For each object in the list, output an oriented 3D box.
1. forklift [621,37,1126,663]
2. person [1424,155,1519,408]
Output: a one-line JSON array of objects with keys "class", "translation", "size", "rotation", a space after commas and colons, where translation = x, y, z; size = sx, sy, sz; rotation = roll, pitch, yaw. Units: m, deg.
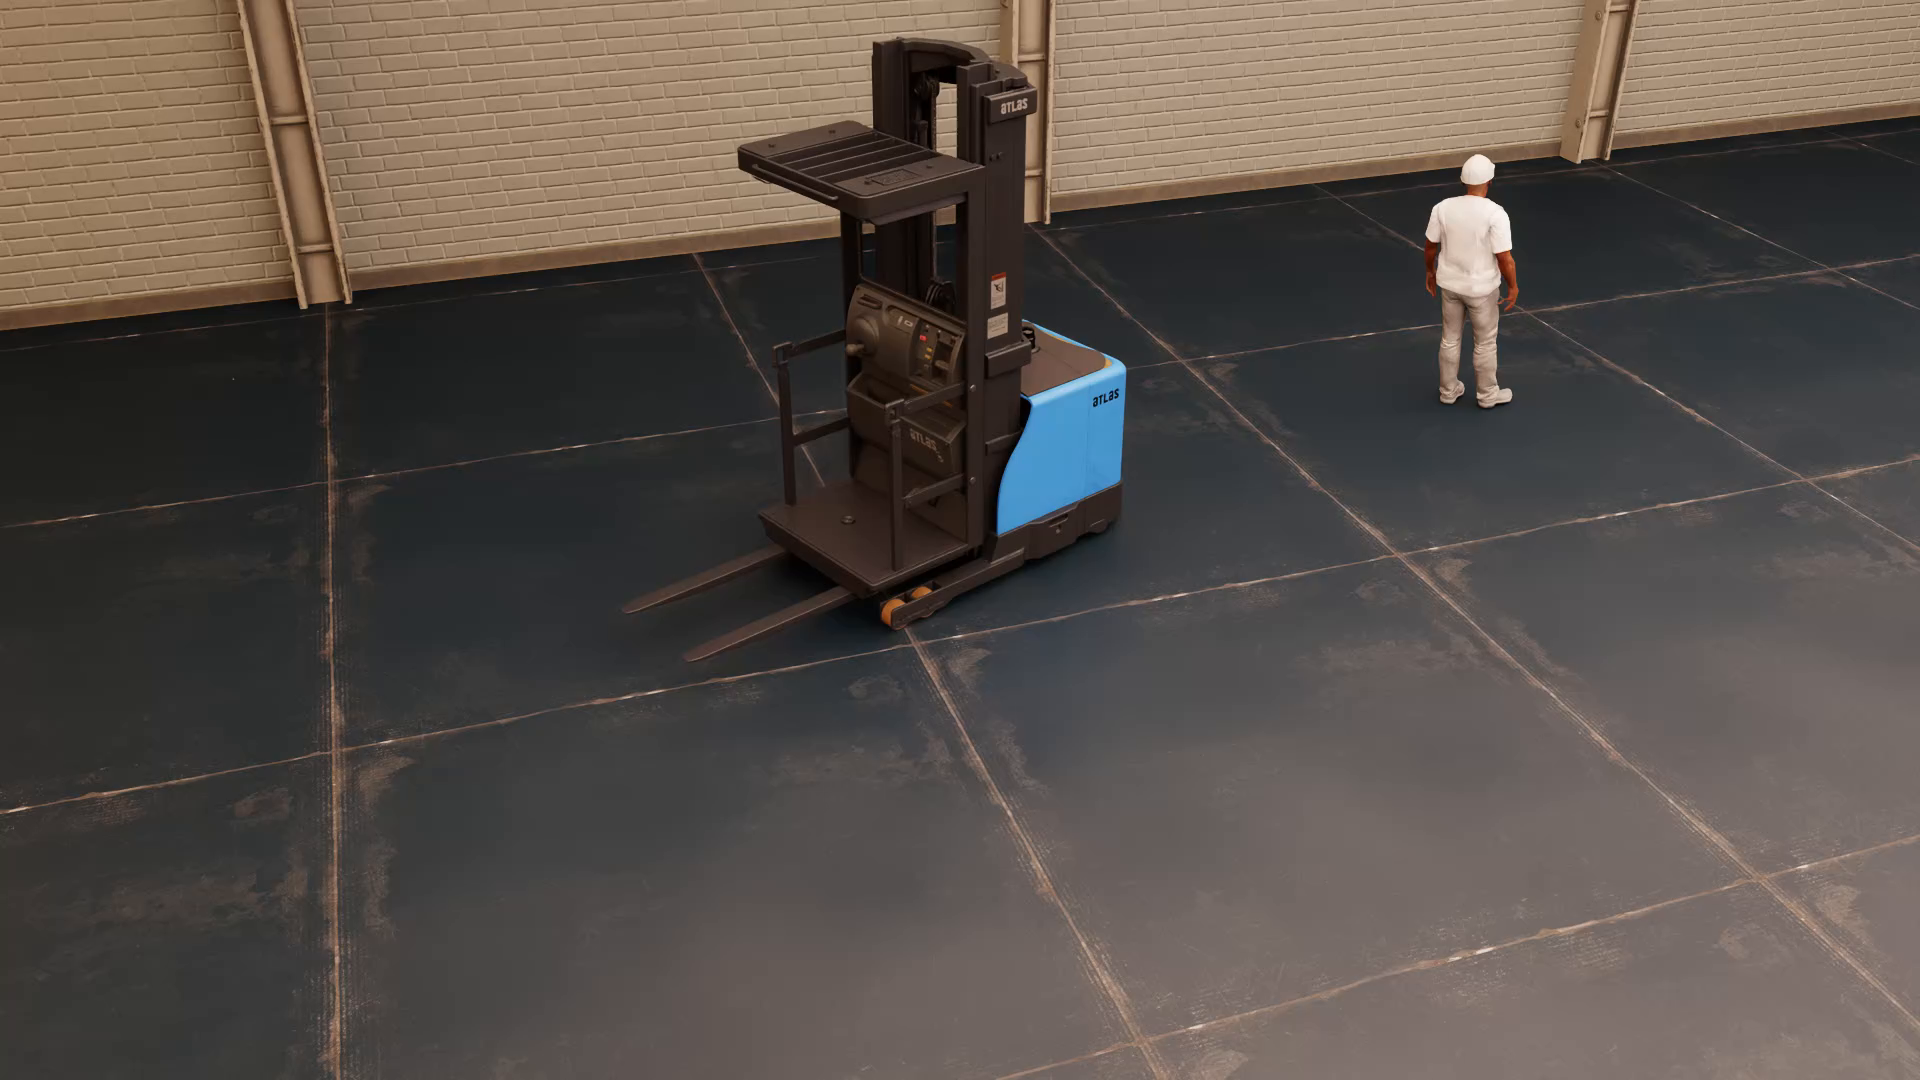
[{"class": "forklift", "translation": [-0.461, -1.072, 8.951], "size": [3.031, 2.935, 1.130], "rotation": [-23, 37, -34]}, {"class": "person", "translation": [3.497, -1.767, 11.311], "size": [0.665, 1.769, 0.574], "rotation": [25, 38, 36]}]
